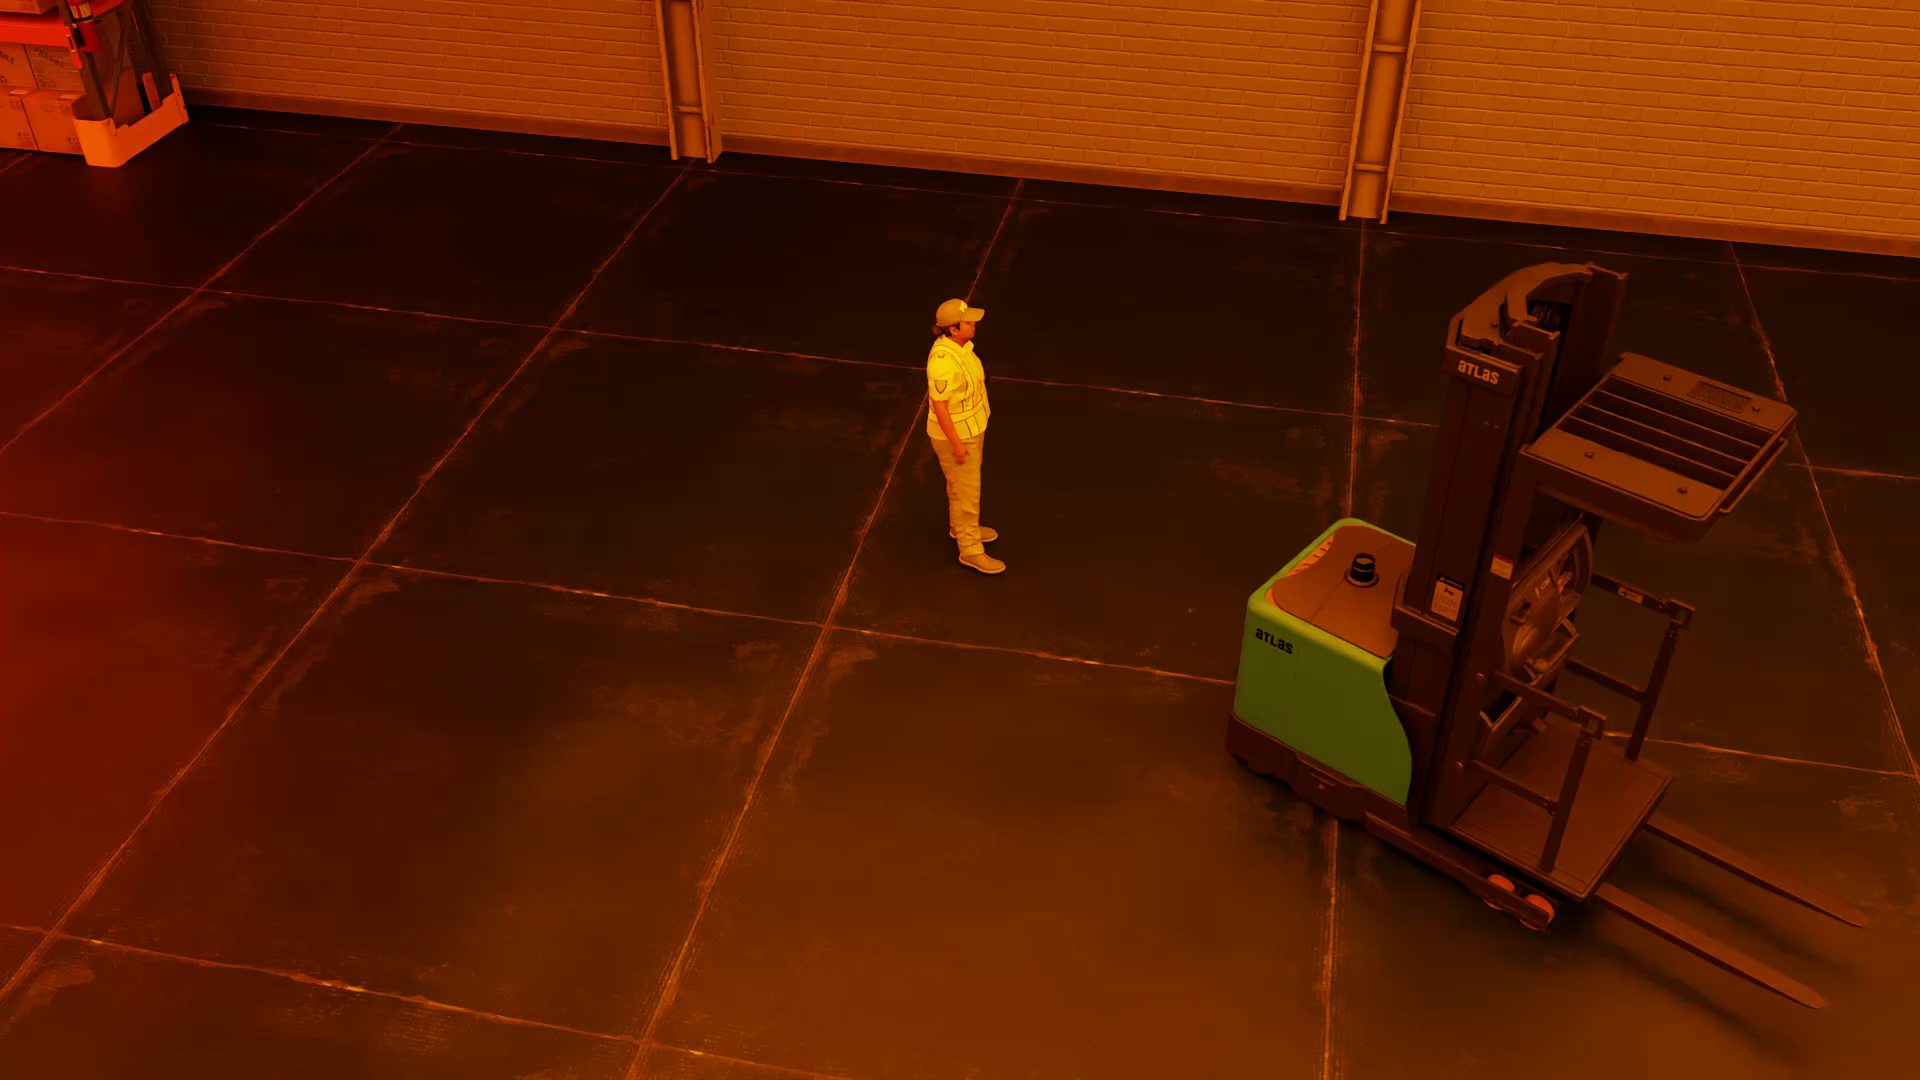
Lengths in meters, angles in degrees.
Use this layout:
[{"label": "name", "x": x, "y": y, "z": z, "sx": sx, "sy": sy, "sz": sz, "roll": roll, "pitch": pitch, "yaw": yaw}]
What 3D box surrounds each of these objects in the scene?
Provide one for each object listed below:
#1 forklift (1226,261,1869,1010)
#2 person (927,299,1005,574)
[{"label": "forklift", "x": 2.871, "y": 0.334, "z": 7.589, "sx": 3.031, "sy": 2.935, "sz": 1.130, "roll": 27, "pitch": 44, "yaw": 32}, {"label": "person", "x": 0.070, "y": -0.653, "z": 9.969, "sx": 0.529, "sy": 1.670, "sz": 0.599, "roll": 7, "pitch": 37, "yaw": 10}]
